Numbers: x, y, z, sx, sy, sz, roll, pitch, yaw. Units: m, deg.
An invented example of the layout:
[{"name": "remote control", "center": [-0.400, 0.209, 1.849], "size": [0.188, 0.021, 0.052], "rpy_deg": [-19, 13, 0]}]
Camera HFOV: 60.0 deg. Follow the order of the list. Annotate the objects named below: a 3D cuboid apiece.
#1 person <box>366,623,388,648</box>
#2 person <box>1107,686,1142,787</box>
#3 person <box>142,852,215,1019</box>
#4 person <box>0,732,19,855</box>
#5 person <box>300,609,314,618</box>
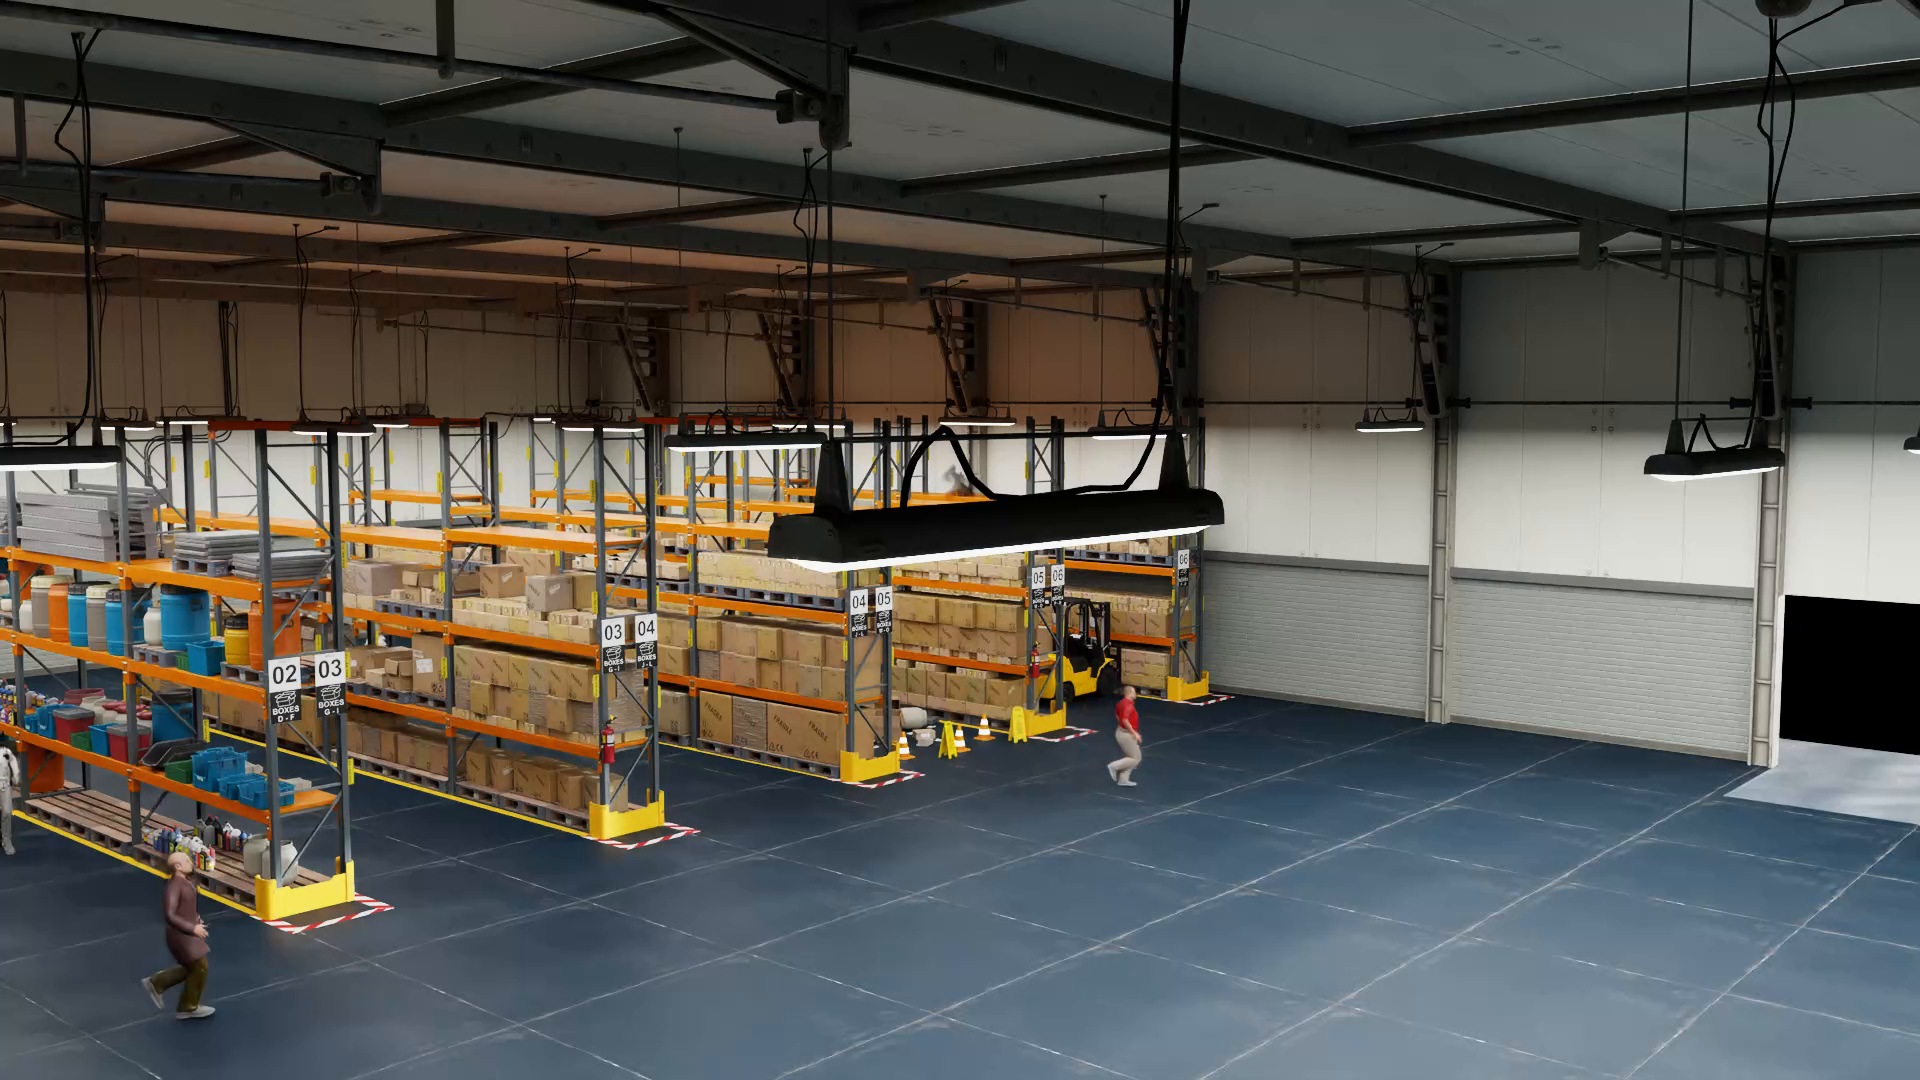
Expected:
[{"name": "person", "center": [-12.184, 2.591, 34.949], "size": [0.619, 1.695, 0.595], "rpy_deg": [5, 7, 44]}, {"name": "person", "center": [2.699, 3.233, 27.335], "size": [0.635, 1.674, 0.649], "rpy_deg": [-1, 5, -10]}, {"name": "person", "center": [-8.027, 4.047, 17.022], "size": [0.686, 1.729, 0.756], "rpy_deg": [-2, 5, -20]}, {"name": "person", "center": [-13.631, 3.531, 23.510], "size": [0.621, 1.729, 0.899], "rpy_deg": [-5, 7, -43]}, {"name": "person", "center": [-15.257, 2.324, 38.186], "size": [0.812, 1.736, 0.871], "rpy_deg": [2, 5, 27]}]
